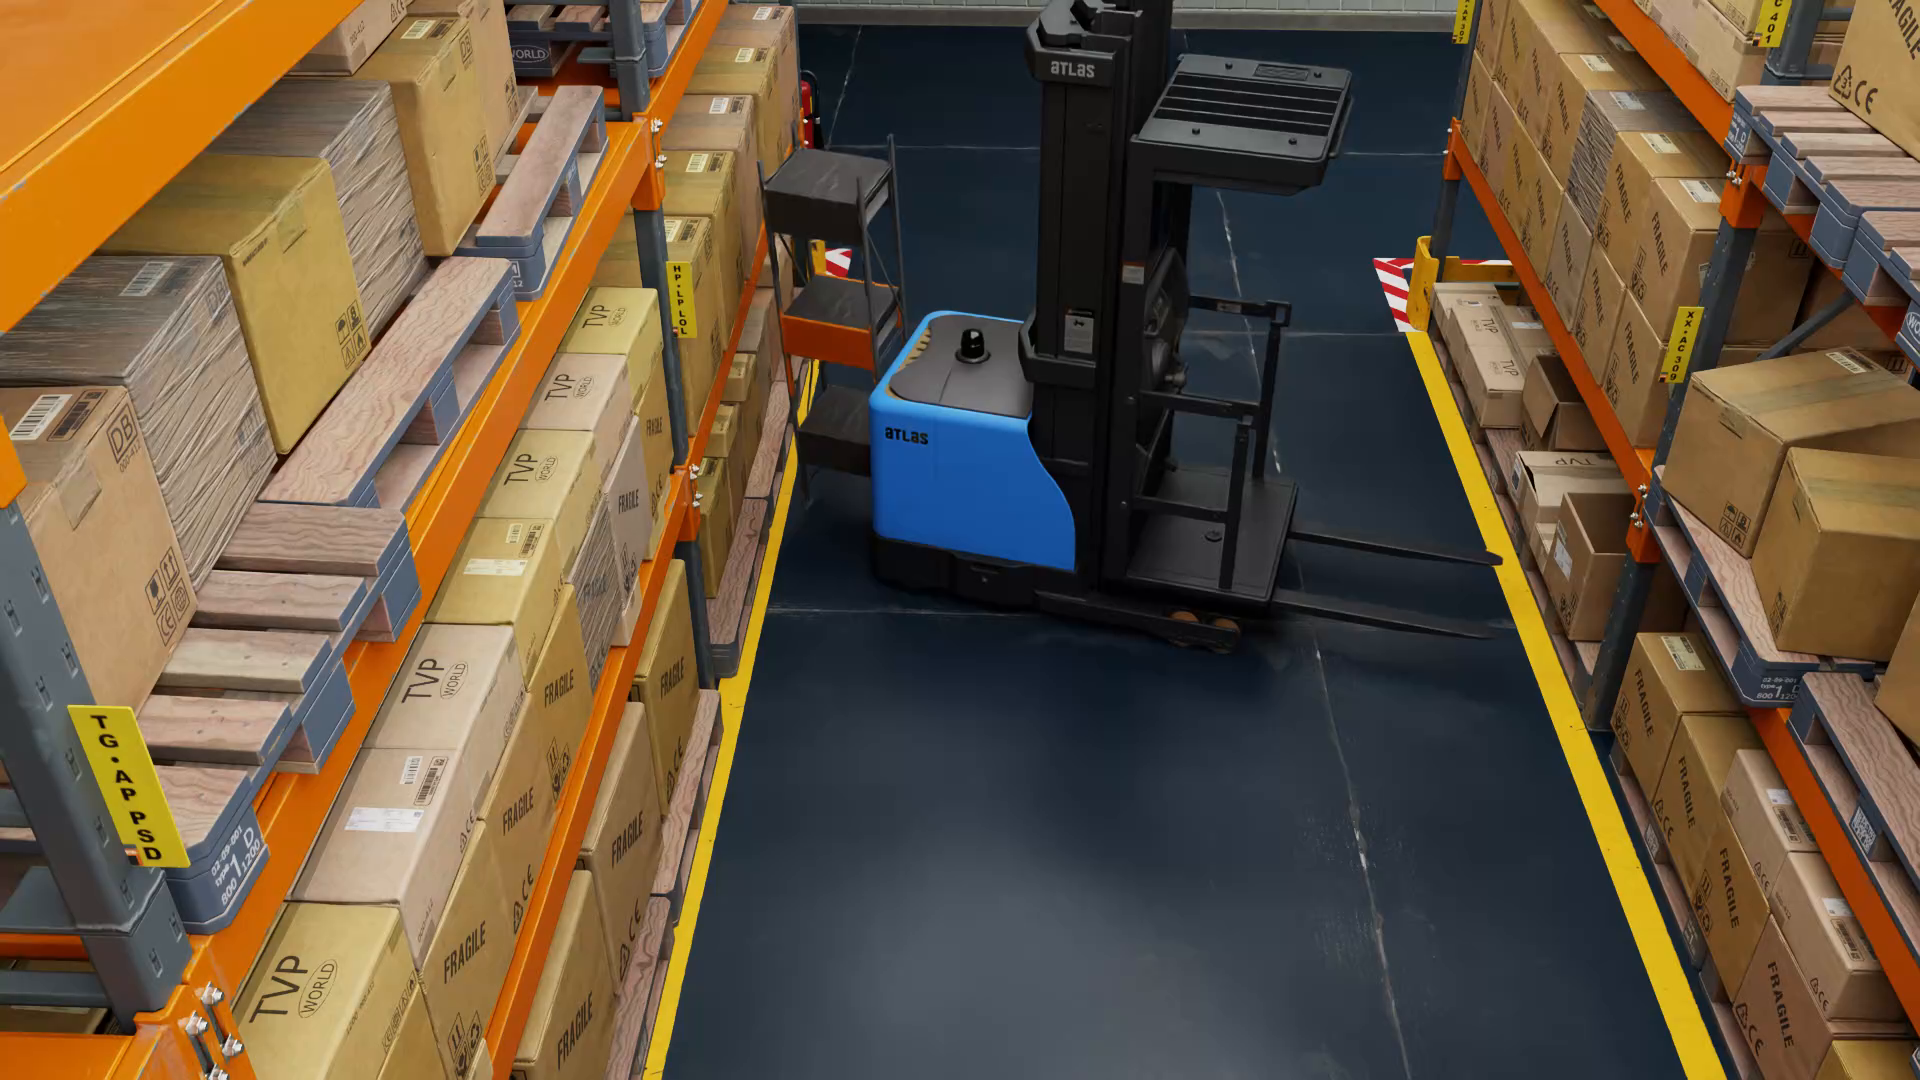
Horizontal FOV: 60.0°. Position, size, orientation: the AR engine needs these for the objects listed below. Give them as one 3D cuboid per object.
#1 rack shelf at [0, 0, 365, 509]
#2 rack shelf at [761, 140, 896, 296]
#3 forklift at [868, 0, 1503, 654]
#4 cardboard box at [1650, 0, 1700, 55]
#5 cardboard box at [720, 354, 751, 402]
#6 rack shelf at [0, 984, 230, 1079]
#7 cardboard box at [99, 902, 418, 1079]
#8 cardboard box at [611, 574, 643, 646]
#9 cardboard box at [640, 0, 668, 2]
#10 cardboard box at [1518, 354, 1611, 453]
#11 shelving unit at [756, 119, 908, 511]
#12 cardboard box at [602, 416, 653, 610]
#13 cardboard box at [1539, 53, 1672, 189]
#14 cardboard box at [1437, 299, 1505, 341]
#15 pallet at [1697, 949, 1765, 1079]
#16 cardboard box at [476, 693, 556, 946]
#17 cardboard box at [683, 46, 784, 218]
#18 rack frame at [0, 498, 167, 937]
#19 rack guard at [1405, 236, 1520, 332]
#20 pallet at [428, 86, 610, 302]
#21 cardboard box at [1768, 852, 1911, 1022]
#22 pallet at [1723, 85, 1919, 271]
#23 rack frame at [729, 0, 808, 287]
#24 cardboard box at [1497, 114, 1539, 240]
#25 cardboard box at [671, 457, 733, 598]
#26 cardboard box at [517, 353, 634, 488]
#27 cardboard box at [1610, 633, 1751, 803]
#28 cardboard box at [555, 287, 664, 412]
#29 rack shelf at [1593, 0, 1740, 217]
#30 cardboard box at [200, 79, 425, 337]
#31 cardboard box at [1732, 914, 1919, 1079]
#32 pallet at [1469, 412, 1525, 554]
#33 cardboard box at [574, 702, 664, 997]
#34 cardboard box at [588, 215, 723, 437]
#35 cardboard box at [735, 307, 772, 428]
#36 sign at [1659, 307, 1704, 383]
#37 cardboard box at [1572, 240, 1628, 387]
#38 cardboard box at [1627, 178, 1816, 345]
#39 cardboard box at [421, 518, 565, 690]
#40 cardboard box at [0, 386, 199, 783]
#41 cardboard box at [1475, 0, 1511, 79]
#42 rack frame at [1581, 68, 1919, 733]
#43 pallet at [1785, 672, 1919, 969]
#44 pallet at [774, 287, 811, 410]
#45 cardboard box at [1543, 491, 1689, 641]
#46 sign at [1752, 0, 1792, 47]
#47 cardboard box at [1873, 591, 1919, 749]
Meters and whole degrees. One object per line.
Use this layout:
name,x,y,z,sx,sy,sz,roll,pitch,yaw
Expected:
rack shelf,-1.709,-1.346,3.759,1.077,0.370,4.000,1,35,2
rack shelf,-0.597,-1.514,7.798,0.480,0.518,0.431,12,45,16
forklift,1.128,-1.001,7.571,3.031,2.935,1.130,10,36,14
cardboard box,3.105,-2.125,6.633,0.500,0.250,0.500,1,35,2
cardboard box,-1.280,-0.833,8.517,0.380,0.149,0.250,0,35,1
rack shelf,-1.870,2.015,1.236,1.077,0.370,4.000,1,35,2
cardboard box,-1.513,1.050,3.578,0.500,0.250,0.500,2,35,3
cardboard box,-1.354,0.243,5.942,0.380,0.149,0.250,1,35,2
cardboard box,-1.338,-2.268,6.384,0.500,0.250,0.500,1,35,2
cardboard box,3.391,-0.625,8.765,0.797,0.503,0.637,1,35,2
shelving unit,-0.570,-1.008,8.261,0.503,2.100,0.431,12,45,16
cardboard box,-1.406,-0.105,5.874,0.500,0.500,0.500,2,35,2
cardboard box,3.142,-2.006,7.985,0.500,0.500,0.500,1,35,1
cardboard box,3.111,-1.329,10.060,0.380,0.166,0.250,1,35,2
pallet,3.280,1.925,5.773,1.003,0.211,1.213,1,35,2
cardboard box,-1.463,0.769,4.629,0.500,0.500,0.500,1,35,2
cardboard box,-1.497,-2.208,8.968,0.980,0.700,0.700,1,35,2
rack frame,-1.790,-0.655,1.802,1.000,3.000,0.127,1,35,2
rack guard,3.478,-1.618,10.564,1.175,0.500,0.348,1,35,2
pallet,-1.617,-1.120,5.238,0.805,0.209,1.217,0,35,0
cardboard box,2.998,1.284,5.399,0.500,0.250,0.500,1,35,1
pallet,3.225,-1.164,5.298,1.213,0.211,1.003,1,35,2
rack frame,-1.468,-2.797,10.067,1.000,3.000,0.127,1,35,2
cardboard box,3.162,-1.892,8.692,0.500,0.500,0.500,1,35,2
cardboard box,-1.497,-0.075,8.003,0.700,0.500,0.500,2,35,2
cardboard box,-1.422,-0.409,5.653,0.500,0.250,0.500,2,35,3
cardboard box,3.058,0.728,6.842,0.500,0.500,0.500,0,35,0
cardboard box,-1.392,-0.702,6.071,0.500,0.250,0.500,2,35,3
rack shelf,3.401,-2.469,7.617,1.077,0.370,4.000,1,35,2
cardboard box,-1.816,-0.836,4.199,0.700,0.500,0.500,1,35,2
cardboard box,2.999,1.612,5.584,0.500,0.500,0.500,0,35,0
pallet,3.396,-0.343,9.000,1.003,0.211,1.213,1,35,2
cardboard box,-1.558,1.096,6.032,0.750,0.750,0.750,2,35,3
cardboard box,-1.591,-0.933,7.154,0.980,0.700,0.700,2,35,3
cardboard box,-1.436,-0.965,9.269,0.700,0.500,0.500,0,35,0
sign,2.778,-0.749,6.400,0.100,0.325,0.005,1,35,2
cardboard box,3.104,-1.017,7.447,0.500,0.500,0.500,2,35,3
cardboard box,3.082,-1.133,6.743,0.500,0.500,0.500,2,35,2
cardboard box,-1.463,0.177,4.820,0.500,0.250,0.500,1,35,1
cardboard box,-1.828,0.076,2.900,0.700,0.500,0.500,-1,35,-2
cardboard box,3.200,-2.886,9.237,0.500,0.500,0.500,2,35,3
rack frame,3.321,-0.387,6.637,1.000,3.000,0.127,1,35,2
pallet,3.234,0.873,5.012,1.003,0.211,1.213,1,35,2
pallet,-1.422,-1.195,10.213,1.003,0.211,1.213,1,35,2
cardboard box,3.060,0.122,7.705,0.500,0.500,0.500,1,35,2
sign,2.778,-1.834,5.638,0.100,0.325,0.005,1,35,2
cardboard box,3.312,0.417,5.041,0.700,0.500,0.500,-7,36,-10
